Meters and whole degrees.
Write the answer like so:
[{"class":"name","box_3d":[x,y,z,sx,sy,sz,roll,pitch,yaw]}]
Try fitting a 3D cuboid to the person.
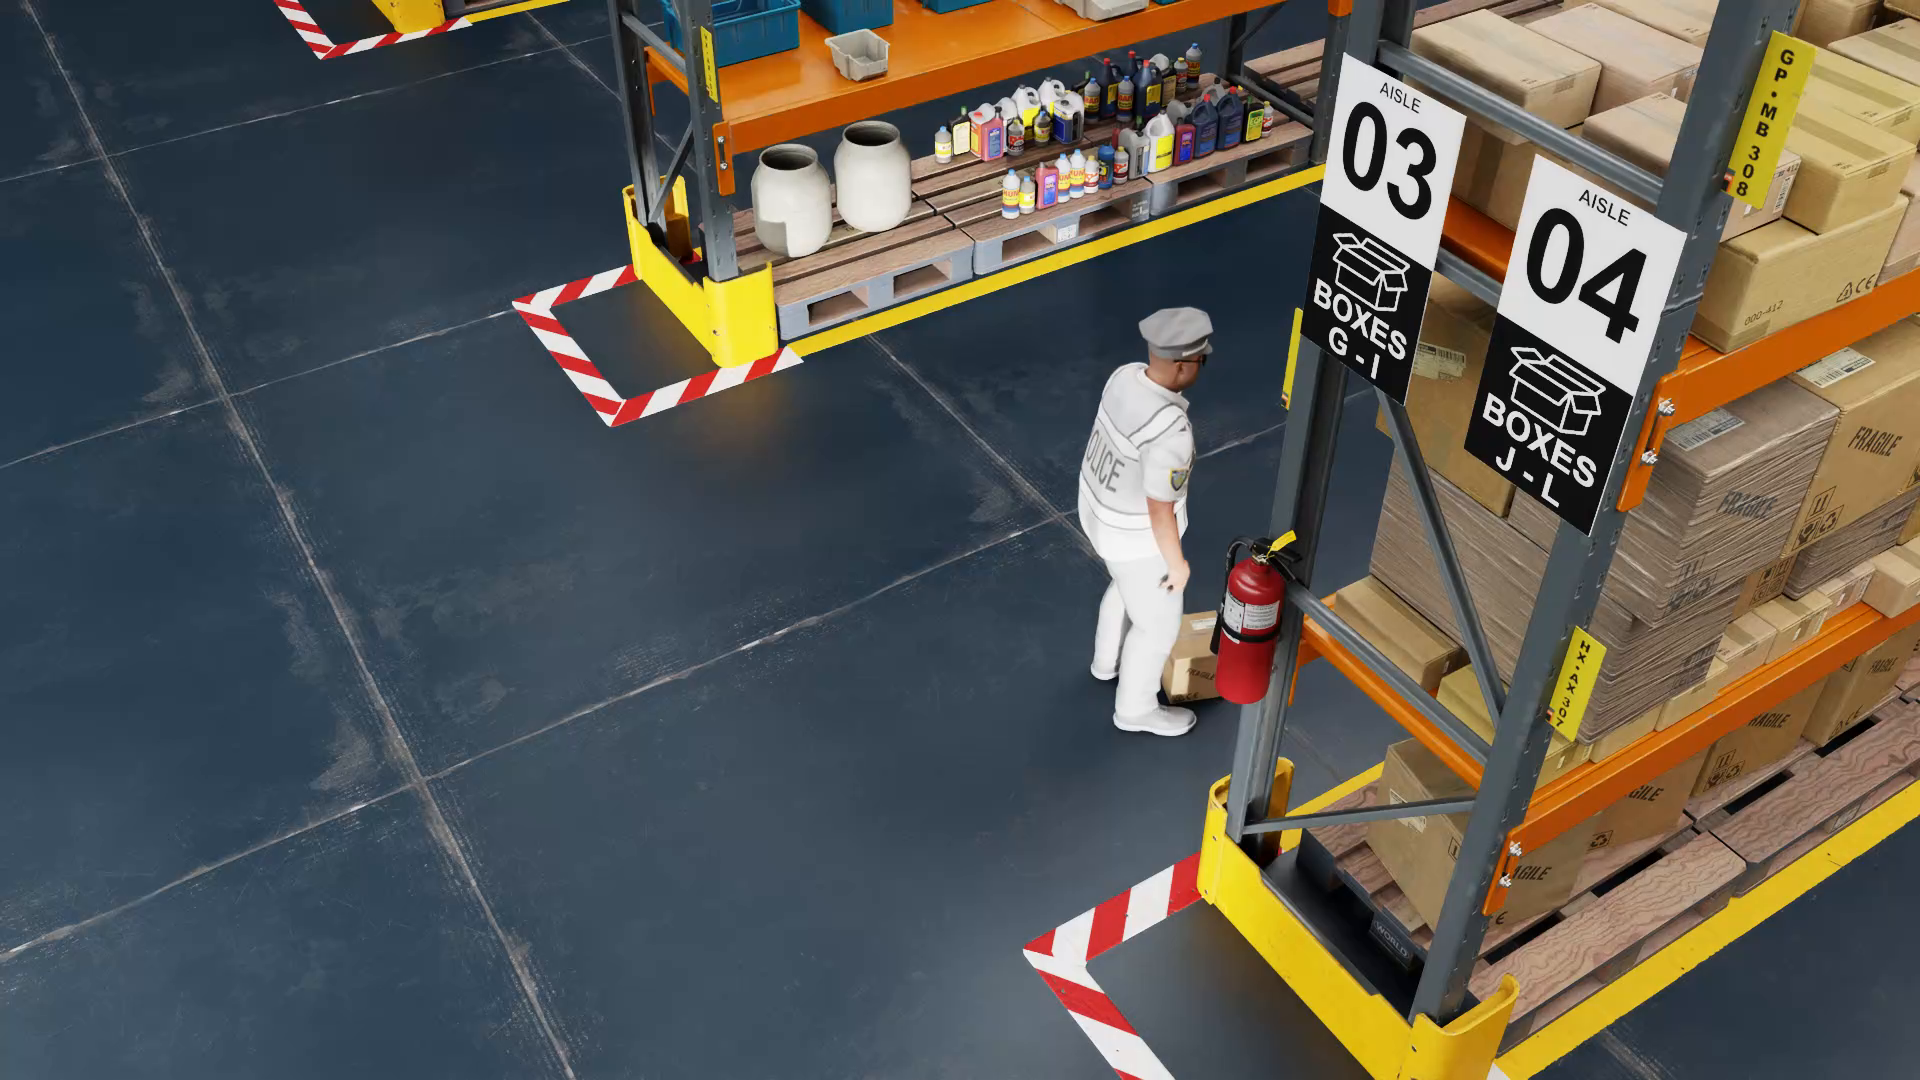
[{"class":"person","box_3d":[0.675,-0.057,6.218,0.437,1.747,0.604,-10,42,-12]}]
